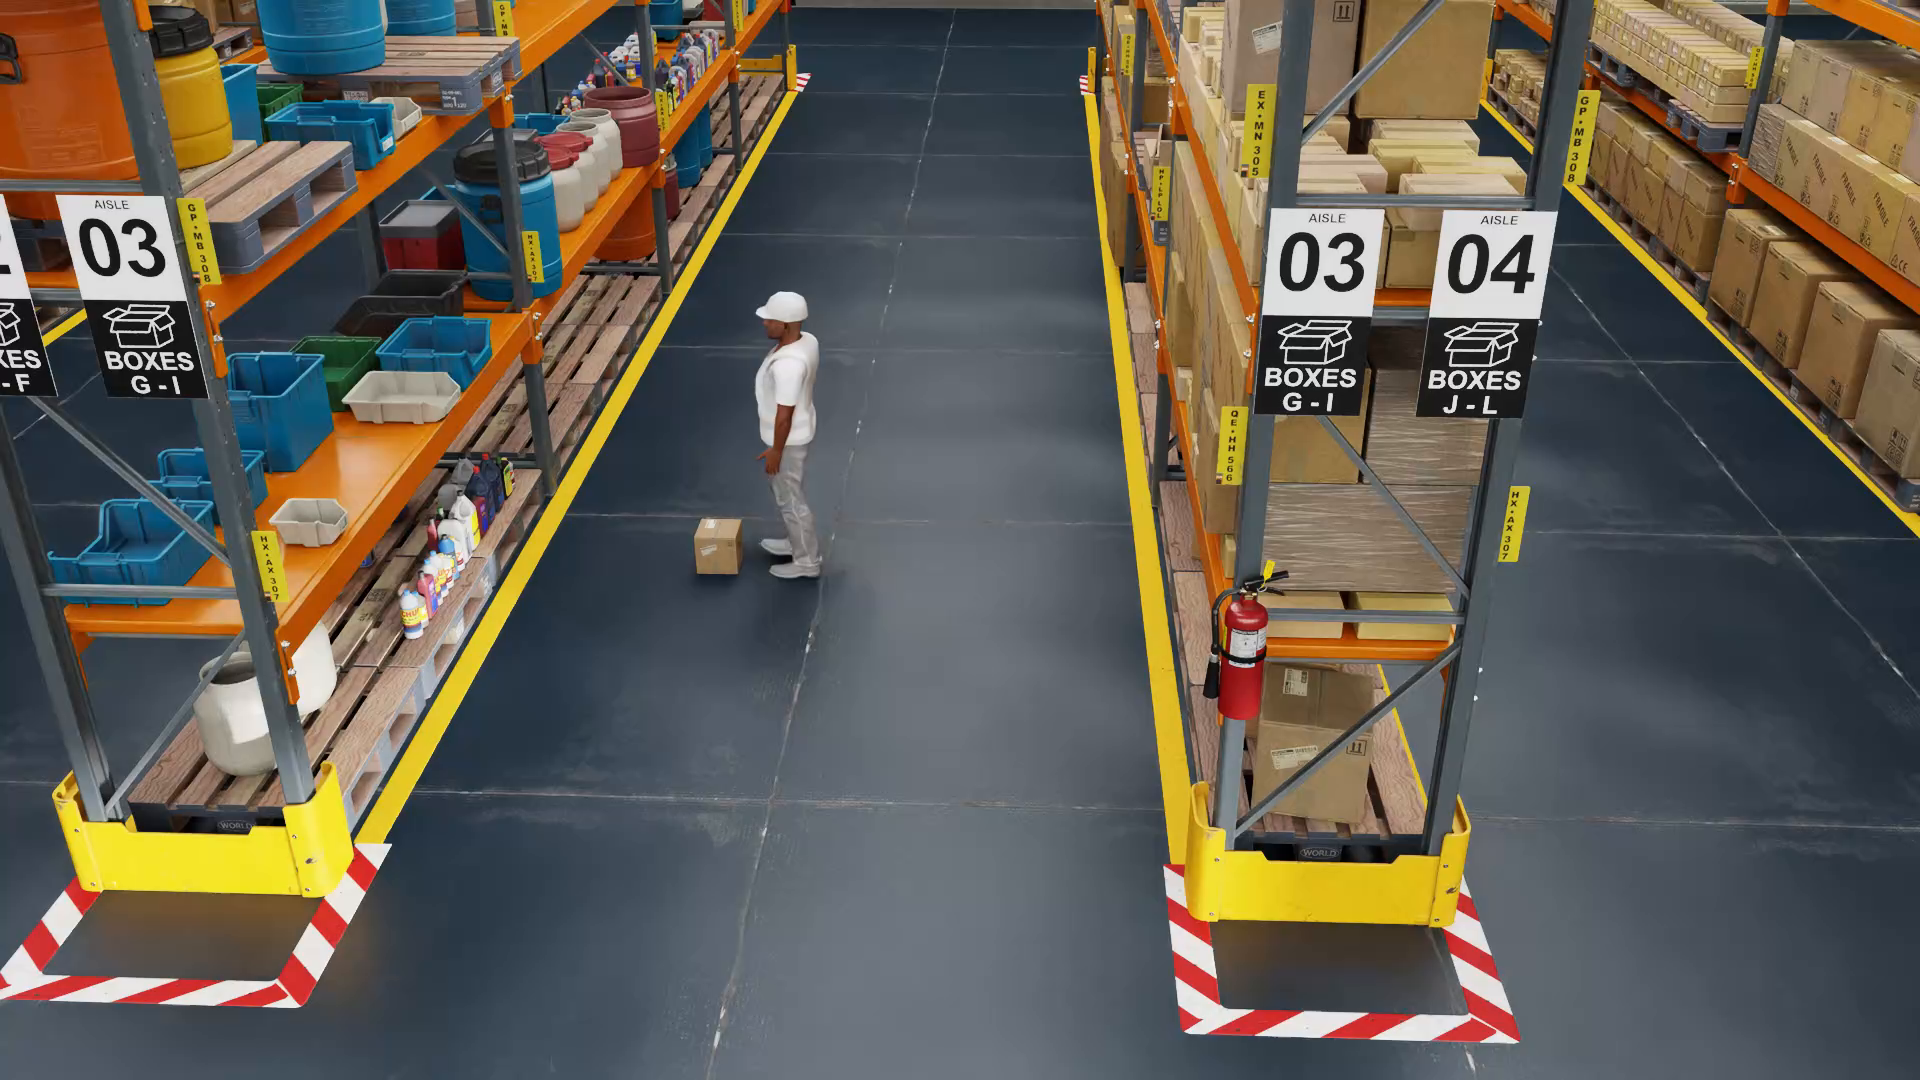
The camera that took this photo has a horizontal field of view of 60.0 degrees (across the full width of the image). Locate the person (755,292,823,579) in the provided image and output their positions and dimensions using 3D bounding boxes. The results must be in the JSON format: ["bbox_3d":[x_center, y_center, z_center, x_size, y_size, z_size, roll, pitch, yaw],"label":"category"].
[{"bbox_3d":[-1.034,-0.613,9.774,0.417,1.767,0.564,2,28,3],"label":"person"}]
